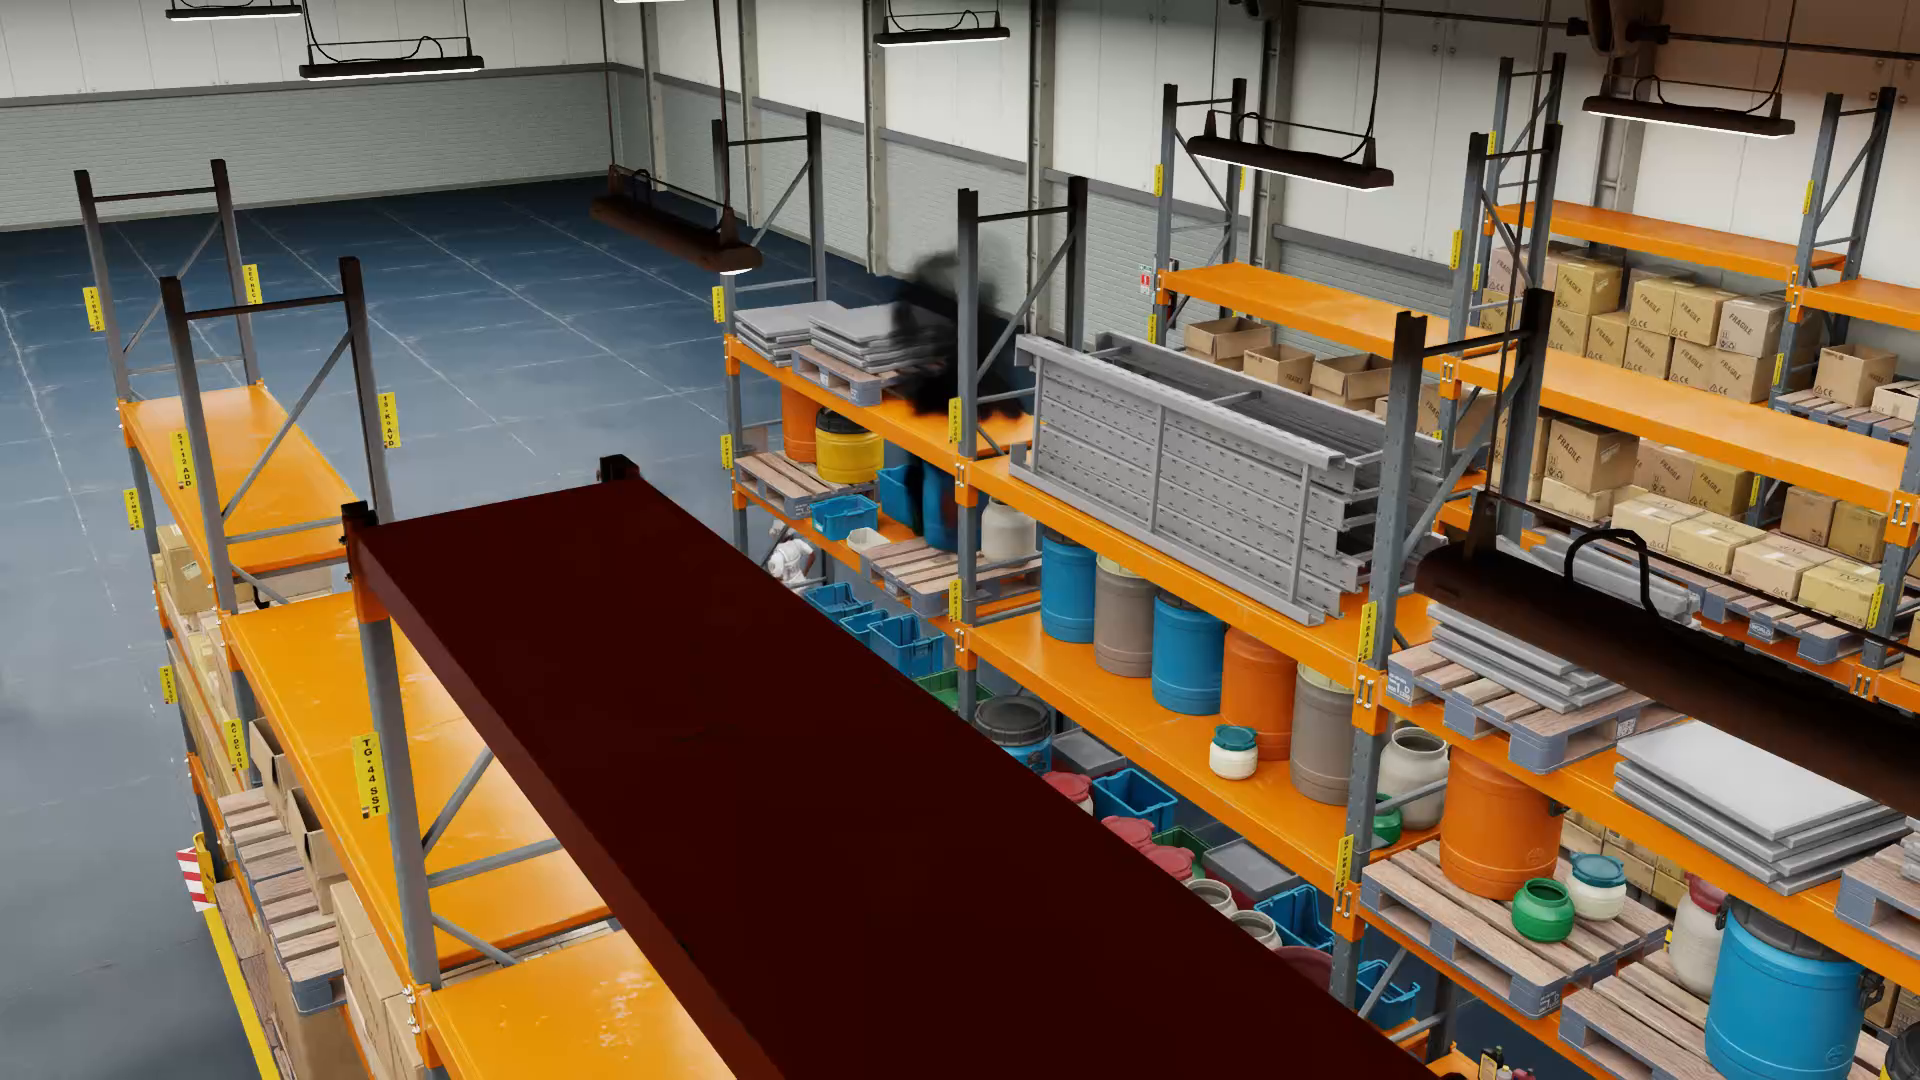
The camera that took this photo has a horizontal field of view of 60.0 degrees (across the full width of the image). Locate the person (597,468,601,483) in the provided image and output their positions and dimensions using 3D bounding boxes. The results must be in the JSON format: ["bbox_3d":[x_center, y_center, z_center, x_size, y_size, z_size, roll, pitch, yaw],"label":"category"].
[{"bbox_3d":[-4.066,-0.100,19.487,0.785,1.604,0.518,-2,22,-6],"label":"person"}]

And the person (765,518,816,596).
[{"bbox_3d":[-1.832,0.549,17.777,0.887,1.675,0.614,8,23,18],"label":"person"}]
